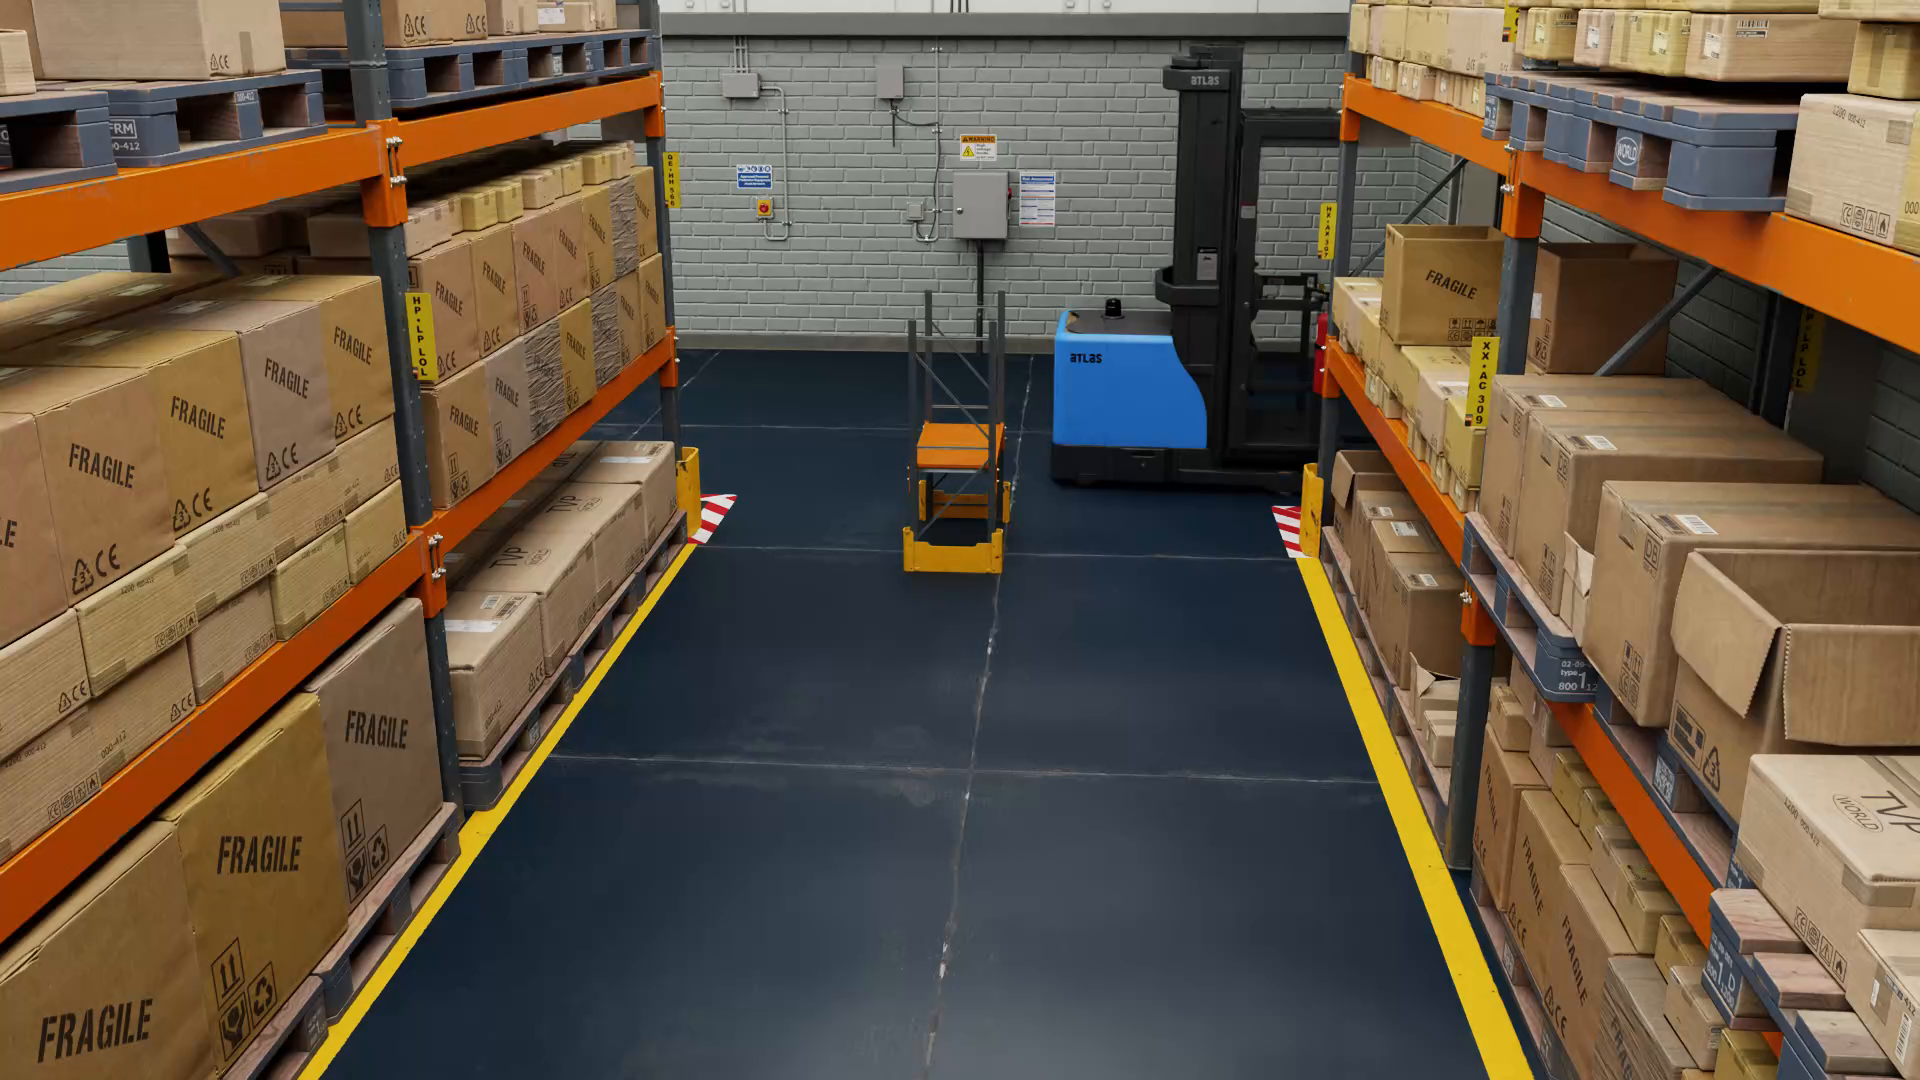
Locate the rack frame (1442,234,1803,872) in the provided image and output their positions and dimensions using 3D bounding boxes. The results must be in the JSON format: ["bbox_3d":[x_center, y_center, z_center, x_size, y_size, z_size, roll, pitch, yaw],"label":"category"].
[{"bbox_3d":[2.407,-0.142,6.038,1.000,3.000,0.127,1,18,4],"label":"rack frame"}]

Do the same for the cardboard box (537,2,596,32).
[{"bbox_3d":[-2.150,-2.773,8.820,0.380,0.149,0.250,0,18,0],"label":"cardboard box"}]

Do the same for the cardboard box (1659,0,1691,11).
[{"bbox_3d":[1.925,-1.351,4.004,0.380,0.149,0.250,1,18,4],"label":"cardboard box"}]

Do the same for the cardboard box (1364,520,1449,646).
[{"bbox_3d":[2.318,0.219,8.278,0.500,0.500,0.500,2,18,5],"label":"cardboard box"}]

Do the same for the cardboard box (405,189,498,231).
[{"bbox_3d":[-2.205,-1.411,7.103,0.380,0.149,0.250,1,18,4],"label":"cardboard box"}]

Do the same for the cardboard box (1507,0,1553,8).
[{"bbox_3d":[1.948,-1.753,5.230,0.380,0.149,0.250,2,18,6],"label":"cardboard box"}]

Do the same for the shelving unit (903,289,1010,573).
[{"bbox_3d":[-0.005,-0.689,10.117,0.587,1.500,1.083,1,18,4],"label":"shelving unit"}]

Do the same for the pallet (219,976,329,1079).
[{"bbox_3d":[-2.609,1.695,4.911,1.003,0.211,1.213,1,18,4],"label":"pallet"}]

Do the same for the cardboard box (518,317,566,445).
[{"bbox_3d":[-2.167,-0.749,7.732,0.500,0.500,0.500,1,18,4],"label":"cardboard box"}]

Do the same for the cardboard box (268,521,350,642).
[{"bbox_3d":[-2.362,0.123,5.471,0.500,0.250,0.500,1,18,3],"label":"cardboard box"}]

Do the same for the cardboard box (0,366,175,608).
[{"bbox_3d":[-2.433,-0.151,4.299,0.500,0.500,0.500,2,18,5],"label":"cardboard box"}]

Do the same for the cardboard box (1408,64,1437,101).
[{"bbox_3d":[2.219,-2.045,7.432,0.380,0.149,0.250,2,18,5],"label":"cardboard box"}]

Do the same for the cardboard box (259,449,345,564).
[{"bbox_3d":[-2.361,-0.120,5.410,0.500,0.250,0.500,2,18,5],"label":"cardboard box"}]

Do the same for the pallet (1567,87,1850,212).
[{"bbox_3d":[2.219,-0.955,4.004,1.213,0.211,1.003,1,18,4],"label":"pallet"}]

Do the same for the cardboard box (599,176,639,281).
[{"bbox_3d":[-2.062,-1.698,9.022,0.500,0.500,0.500,1,18,4],"label":"cardboard box"}]

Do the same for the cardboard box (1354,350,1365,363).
[{"bbox_3d":[2.425,-1.089,9.331,0.380,0.149,0.250,2,18,5],"label":"cardboard box"}]

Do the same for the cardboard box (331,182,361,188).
[{"bbox_3d":[-2.702,-1.499,7.373,0.380,0.149,0.250,1,18,3],"label":"cardboard box"}]

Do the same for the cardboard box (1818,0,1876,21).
[{"bbox_3d":[1.943,-1.101,3.270,0.380,0.149,0.250,1,18,4],"label":"cardboard box"}]

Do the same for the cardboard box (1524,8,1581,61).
[{"bbox_3d":[1.936,-1.531,5.030,0.380,0.149,0.250,1,18,5],"label":"cardboard box"}]

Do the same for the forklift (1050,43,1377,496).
[{"bbox_3d":[2.180,-1.864,11.403,3.031,2.935,1.130,2,18,6],"label":"forklift"}]

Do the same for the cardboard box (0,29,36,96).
[{"bbox_3d":[-2.530,-1.175,4.074,0.380,0.166,0.250,3,18,9],"label":"cardboard box"}]

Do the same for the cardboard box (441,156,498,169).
[{"bbox_3d":[-2.607,-1.894,8.579,0.380,0.149,0.250,1,18,4],"label":"cardboard box"}]

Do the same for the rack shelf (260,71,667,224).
[{"bbox_3d":[-2.401,-1.956,7.913,1.077,0.370,4.000,1,18,4],"label":"rack shelf"}]

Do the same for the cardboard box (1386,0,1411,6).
[{"bbox_3d":[2.334,-2.671,7.900,0.500,0.250,0.500,1,18,3],"label":"cardboard box"}]

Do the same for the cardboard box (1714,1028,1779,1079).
[{"bbox_3d":[2.036,1.297,3.946,0.380,0.149,0.250,1,18,3],"label":"cardboard box"}]

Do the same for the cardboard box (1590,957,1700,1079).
[{"bbox_3d":[2.036,1.473,4.449,0.500,0.500,0.500,1,18,2],"label":"cardboard box"}]

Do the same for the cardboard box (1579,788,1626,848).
[{"bbox_3d":[2.160,0.897,5.166,0.380,0.149,0.250,1,18,3],"label":"cardboard box"}]

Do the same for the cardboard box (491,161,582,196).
[{"bbox_3d":[-2.120,-1.811,8.325,0.380,0.149,0.250,2,18,5],"label":"cardboard box"}]

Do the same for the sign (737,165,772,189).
[{"bbox_3d":[-1.920,-3.394,15.529,0.327,0.218,0.001,1,18,4],"label":"sign"}]

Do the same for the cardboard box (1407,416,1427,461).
[{"bbox_3d":[2.206,-0.450,7.384,0.380,0.149,0.250,1,18,3],"label":"cardboard box"}]

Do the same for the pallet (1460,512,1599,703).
[{"bbox_3d":[2.241,0.195,5.318,1.003,0.211,1.213,1,18,4],"label":"pallet"}]

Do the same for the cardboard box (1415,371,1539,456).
[{"bbox_3d":[2.222,-0.531,6.990,0.500,0.250,0.500,1,18,4],"label":"cardboard box"}]

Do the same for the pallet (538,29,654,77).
[{"bbox_3d":[-2.300,-2.646,9.007,1.003,0.211,1.213,1,18,4],"label":"pallet"}]

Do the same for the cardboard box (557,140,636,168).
[{"bbox_3d":[-2.083,-2.209,9.538,0.380,0.149,0.250,2,18,5],"label":"cardboard box"}]

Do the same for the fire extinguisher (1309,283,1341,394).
[{"bbox_3d":[2.244,-1.226,10.070,0.296,0.674,0.183,1,18,4],"label":"fire extinguisher"}]

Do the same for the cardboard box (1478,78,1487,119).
[{"bbox_3d":[2.159,-1.642,6.203,0.380,0.149,0.250,1,18,4],"label":"cardboard box"}]

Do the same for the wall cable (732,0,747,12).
[{"bbox_3d":[-2.130,-6.117,14.641,0.463,3.000,0.029,1,18,4],"label":"wall cable"}]

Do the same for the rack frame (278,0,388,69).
[{"bbox_3d":[-2.544,-3.102,5.439,1.000,3.000,0.127,1,18,4],"label":"rack frame"}]

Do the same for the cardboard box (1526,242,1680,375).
[{"bbox_3d":[2.779,-1.025,7.292,0.500,0.500,0.500,1,18,2],"label":"cardboard box"}]

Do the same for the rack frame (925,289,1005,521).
[{"bbox_3d":[0.030,-0.844,10.590,0.500,1.500,0.032,1,18,4],"label":"rack frame"}]

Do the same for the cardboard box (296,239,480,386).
[{"bbox_3d":[-2.268,-0.916,6.636,0.500,0.500,0.500,1,18,4],"label":"cardboard box"}]

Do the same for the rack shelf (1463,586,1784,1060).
[{"bbox_3d":[2.264,0.821,4.254,1.077,0.370,4.000,1,18,4],"label":"rack shelf"}]

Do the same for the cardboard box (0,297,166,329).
[{"bbox_3d":[-2.871,-0.485,5.320,0.500,0.500,0.500,1,18,4],"label":"cardboard box"}]

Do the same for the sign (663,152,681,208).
[{"bbox_3d":[-1.717,-2.140,9.897,0.100,0.325,0.005,1,18,4],"label":"sign"}]

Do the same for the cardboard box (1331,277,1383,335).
[{"bbox_3d":[2.393,-1.319,9.395,0.500,0.250,0.500,1,18,4],"label":"cardboard box"}]

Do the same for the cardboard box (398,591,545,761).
[{"bbox_3d":[-2.392,0.574,7.294,0.875,0.438,0.875,1,18,3],"label":"cardboard box"}]

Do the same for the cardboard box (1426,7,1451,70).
[{"bbox_3d":[2.267,-2.113,7.001,0.500,0.250,0.500,2,18,5],"label":"cardboard box"}]

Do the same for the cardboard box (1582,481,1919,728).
[{"bbox_3d":[2.056,0.161,4.279,0.700,0.500,0.500,1,18,4],"label":"cardboard box"}]
